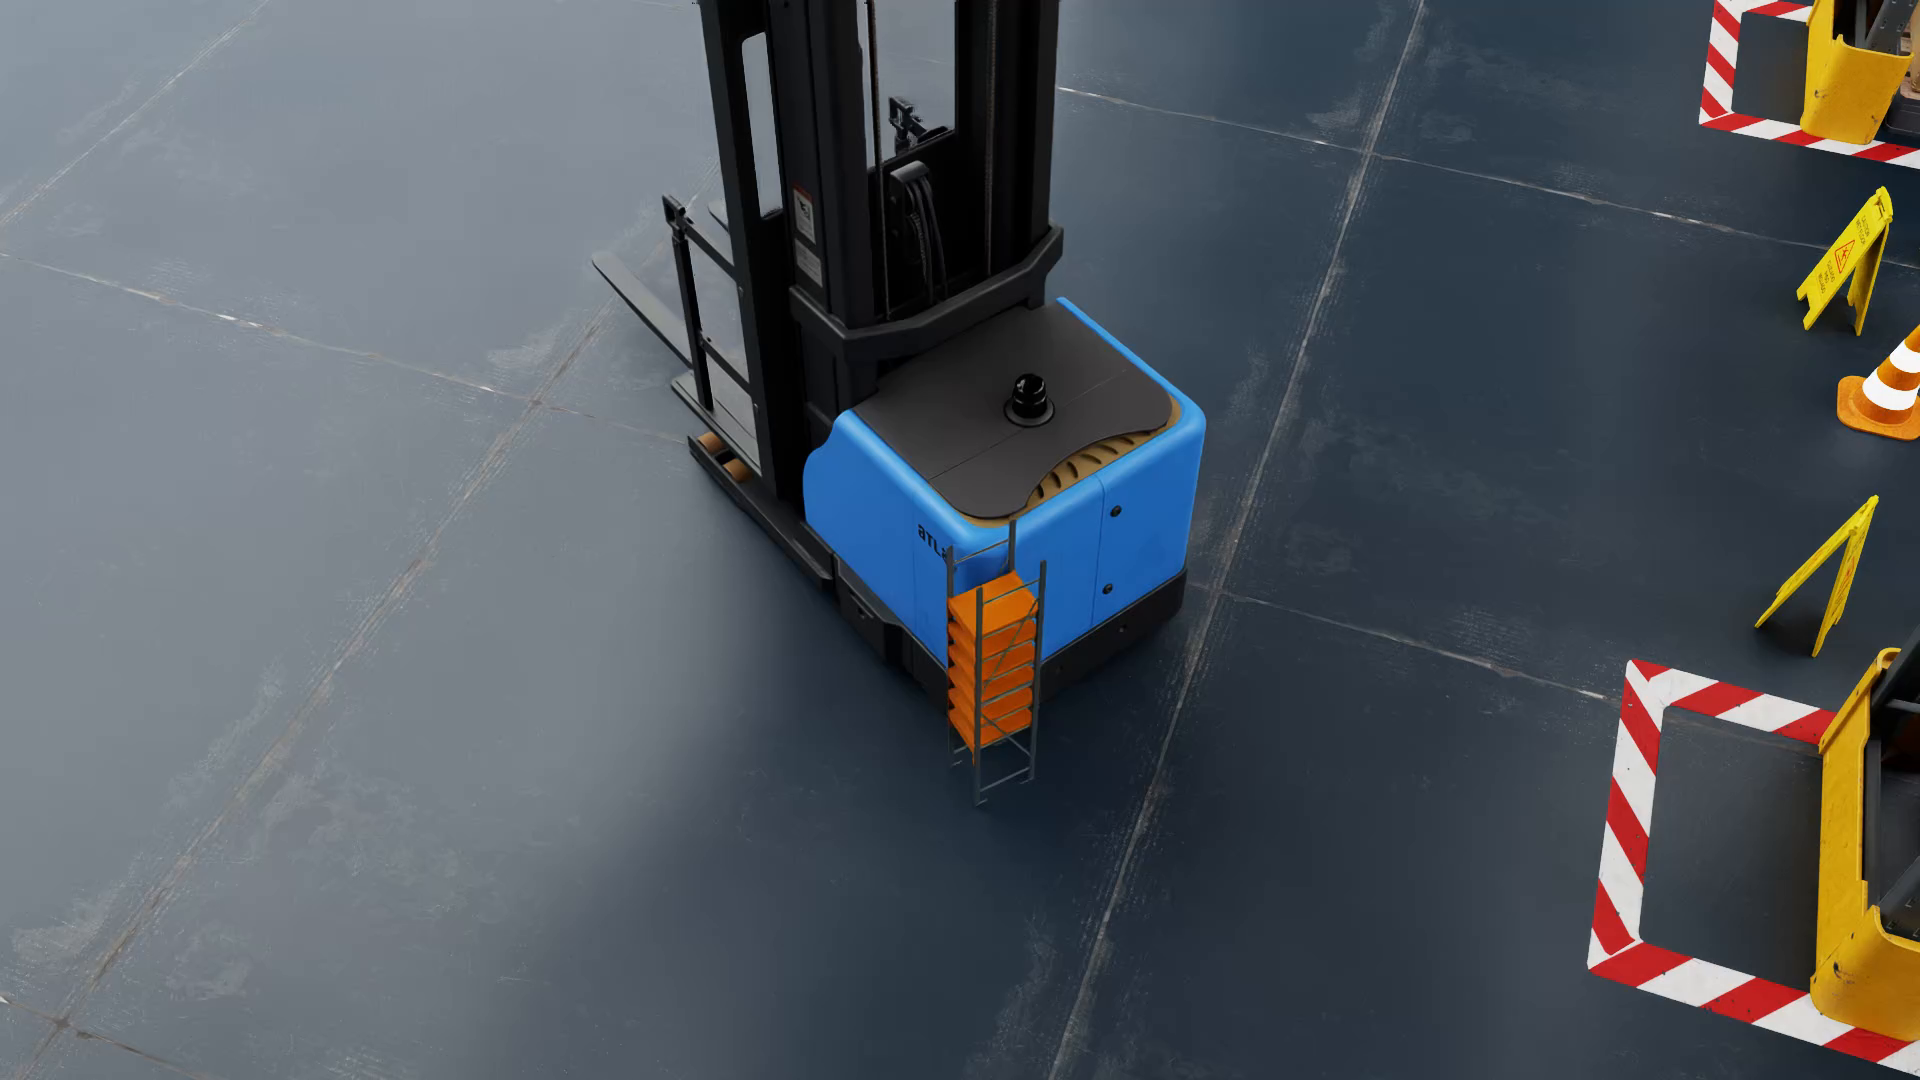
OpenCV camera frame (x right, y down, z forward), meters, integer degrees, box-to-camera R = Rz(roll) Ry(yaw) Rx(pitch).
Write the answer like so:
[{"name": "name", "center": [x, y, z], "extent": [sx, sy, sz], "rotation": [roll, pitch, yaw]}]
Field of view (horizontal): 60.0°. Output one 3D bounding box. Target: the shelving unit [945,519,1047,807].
[{"name": "shelving unit", "center": [0.110, 0.434, 5.446], "extent": [0.258, 1.200, 0.189], "rotation": [-23, 53, -18]}]

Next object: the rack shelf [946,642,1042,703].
[{"name": "rack shelf", "center": [0.110, 0.385, 5.389], "extent": [0.258, 0.103, 0.180], "rotation": [-23, 53, -18]}]

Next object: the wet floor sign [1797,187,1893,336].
[{"name": "wet floor sign", "center": [3.914, -1.232, 7.257], "extent": [0.232, 0.644, 0.267], "rotation": [8, 50, 7]}]

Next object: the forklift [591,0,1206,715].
[{"name": "forklift", "center": [-0.455, -1.334, 5.833], "extent": [1.130, 2.935, 3.031], "rotation": [-30, 56, -24]}]

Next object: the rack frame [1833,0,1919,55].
[{"name": "rack frame", "center": [4.627, -3.399, 7.578], "extent": [0.127, 3.000, 1.000], "rotation": [16, 51, 13]}]

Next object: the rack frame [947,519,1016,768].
[{"name": "rack frame", "center": [0.066, 0.374, 5.499], "extent": [0.240, 1.200, 0.006], "rotation": [-23, 53, -18]}]

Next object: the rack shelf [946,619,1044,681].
[{"name": "rack shelf", "center": [0.110, 0.306, 5.299], "extent": [0.258, 0.103, 0.180], "rotation": [-23, 53, -18]}]

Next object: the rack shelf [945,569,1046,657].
[{"name": "rack shelf", "center": [0.110, 0.227, 5.208], "extent": [0.258, 0.103, 0.180], "rotation": [-23, 53, -18]}]

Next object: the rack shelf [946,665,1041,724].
[{"name": "rack shelf", "center": [0.110, 0.463, 5.480], "extent": [0.258, 0.103, 0.180], "rotation": [-23, 53, -18]}]

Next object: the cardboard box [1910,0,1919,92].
[{"name": "cardboard box", "center": [5.286, -2.710, 8.108], "extent": [0.875, 0.875, 0.875], "rotation": [16, 51, 13]}]

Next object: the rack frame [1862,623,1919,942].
[{"name": "rack frame", "center": [3.007, 0.136, 4.514], "extent": [0.127, 3.000, 1.000], "rotation": [16, 51, 13]}]

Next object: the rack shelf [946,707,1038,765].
[{"name": "rack shelf", "center": [0.110, 0.620, 5.661], "extent": [0.258, 0.103, 0.180], "rotation": [-23, 53, -18]}]

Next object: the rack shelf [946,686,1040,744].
[{"name": "rack shelf", "center": [0.110, 0.542, 5.571], "extent": [0.258, 0.103, 0.180], "rotation": [-23, 53, -18]}]

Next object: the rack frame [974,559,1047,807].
[{"name": "rack frame", "center": [0.155, 0.495, 5.394], "extent": [0.240, 1.200, 0.006], "rotation": [-23, 53, -18]}]

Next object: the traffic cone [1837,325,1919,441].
[{"name": "traffic cone", "center": [3.923, -0.711, 6.926], "extent": [0.334, 0.463, 0.336], "rotation": [16, 51, 13]}]

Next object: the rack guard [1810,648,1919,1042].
[{"name": "rack guard", "center": [3.078, 0.975, 5.441], "extent": [0.348, 0.500, 1.175], "rotation": [16, 51, 13]}]

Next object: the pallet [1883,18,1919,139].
[{"name": "pallet", "center": [5.404, -2.332, 8.498], "extent": [1.213, 0.211, 1.003], "rotation": [16, 51, 13]}]

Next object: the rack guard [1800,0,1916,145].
[{"name": "rack guard", "center": [4.605, -2.587, 8.528], "extent": [0.348, 0.500, 1.175], "rotation": [16, 51, 13]}]

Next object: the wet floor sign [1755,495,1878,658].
[{"name": "wet floor sign", "center": [3.199, 0.099, 6.104], "extent": [0.232, 0.644, 0.267], "rotation": [33, 57, 25]}]
